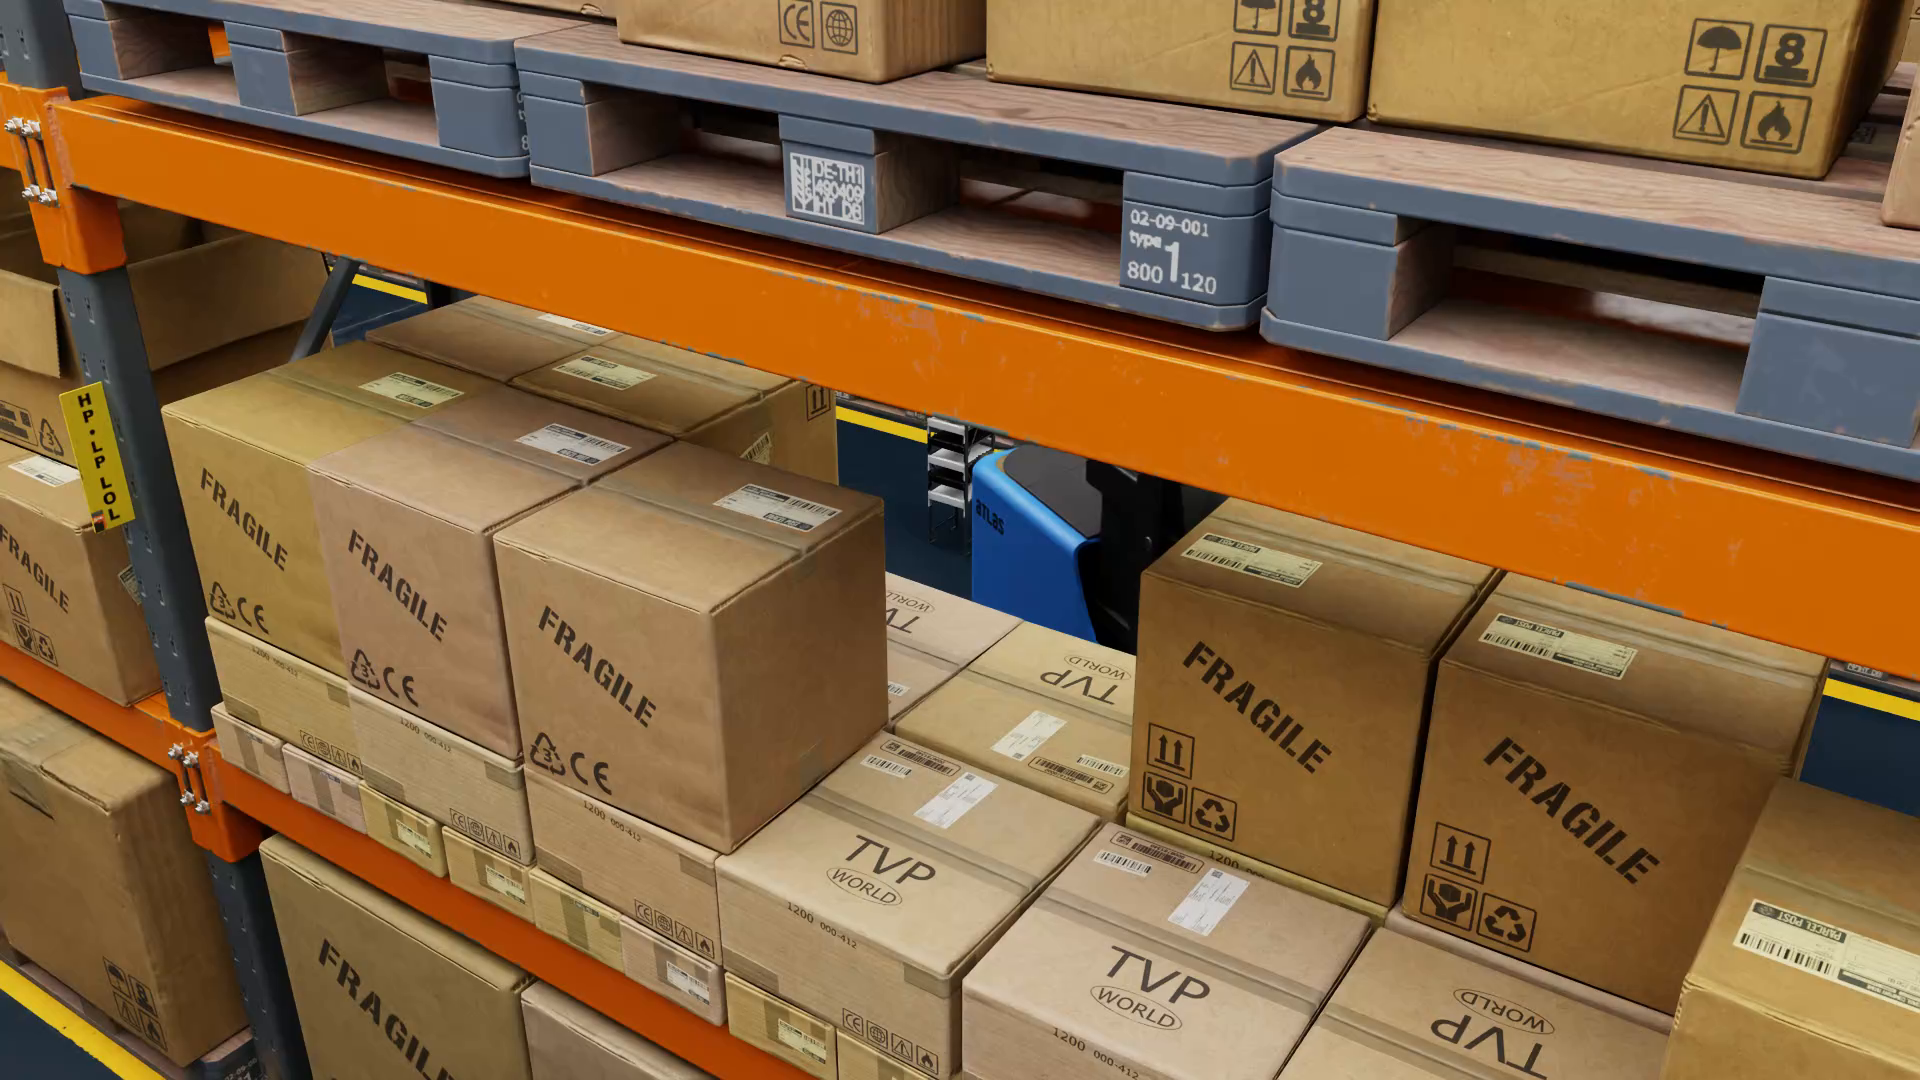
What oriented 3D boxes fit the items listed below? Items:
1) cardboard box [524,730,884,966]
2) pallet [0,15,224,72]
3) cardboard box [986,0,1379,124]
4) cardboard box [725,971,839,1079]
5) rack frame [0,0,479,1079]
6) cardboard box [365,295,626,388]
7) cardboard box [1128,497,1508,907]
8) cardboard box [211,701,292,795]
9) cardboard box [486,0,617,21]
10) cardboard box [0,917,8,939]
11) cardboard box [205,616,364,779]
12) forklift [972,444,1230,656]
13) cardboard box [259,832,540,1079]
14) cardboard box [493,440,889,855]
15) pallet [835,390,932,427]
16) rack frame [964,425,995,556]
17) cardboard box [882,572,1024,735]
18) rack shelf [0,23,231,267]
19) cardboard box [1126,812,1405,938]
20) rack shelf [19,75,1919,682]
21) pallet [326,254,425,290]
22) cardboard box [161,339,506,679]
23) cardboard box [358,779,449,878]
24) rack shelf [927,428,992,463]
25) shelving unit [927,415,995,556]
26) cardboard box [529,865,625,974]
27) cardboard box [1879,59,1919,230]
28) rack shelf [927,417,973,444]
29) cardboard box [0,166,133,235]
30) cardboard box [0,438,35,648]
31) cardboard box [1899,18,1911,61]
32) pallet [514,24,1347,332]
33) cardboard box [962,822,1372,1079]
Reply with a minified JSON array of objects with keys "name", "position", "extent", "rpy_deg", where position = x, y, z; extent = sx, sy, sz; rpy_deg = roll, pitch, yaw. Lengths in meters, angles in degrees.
[{"name":"cardboard box","position":[-0.488,0.511,3.276],"extent":[0.500,0.250,0.500],"rpy_deg":[18,32,32]},{"name":"pallet","position":[-2.348,-1.371,4.040],"extent":[1.217,0.209,0.805],"rpy_deg":[16,31,28]},{"name":"cardboard box","position":[0.424,-0.906,2.232],"extent":[0.500,0.500,0.700],"rpy_deg":[15,31,27]},{"name":"cardboard box","position":[-0.223,0.810,3.129],"extent":[0.250,0.149,0.380],"rpy_deg":[16,31,29]},{"name":"rack frame","position":[-1.565,0.098,4.251],"extent":[0.127,3.000,1.000],"rpy_deg":[17,32,30]},{"name":"cardboard box","position":[-1.034,-0.284,4.012],"extent":[0.500,0.500,0.500],"rpy_deg":[18,32,32]},{"name":"cardboard box","position":[0.647,0.242,2.979],"extent":[0.500,0.500,0.500],"rpy_deg":[16,31,29]},{"name":"cardboard box","position":[-1.509,0.410,3.914],"extent":[0.250,0.149,0.380],"rpy_deg":[17,32,30]},{"name":"cardboard box","position":[-0.445,-1.197,2.804],"extent":[0.500,0.500,0.700],"rpy_deg":[19,33,33]},{"name":"cardboard box","position":[-2.841,0.472,5.396],"extent":[0.875,0.875,1.225],"rpy_deg":[16,31,29]},{"name":"cardboard box","position":[-1.326,0.251,3.788],"extent":[0.500,0.250,0.500],"rpy_deg":[17,31,29]},{"name":"forklift","position":[1.137,-0.152,4.818],"extent":[1.130,2.935,3.031],"rpy_deg":[-13,30,-23]},{"name":"cardboard box","position":[-1.066,1.057,4.245],"extent":[0.875,0.875,0.875],"rpy_deg":[17,32,30]},{"name":"cardboard box","position":[-0.481,0.178,3.104],"extent":[0.500,0.500,0.500],"rpy_deg":[16,31,29]},{"name":"pallet","position":[-0.383,-1.038,9.557],"extent":[1.213,0.211,1.003],"rpy_deg":[17,32,30]},{"name":"rack frame","position":[0.090,-0.373,7.490],"extent":[0.006,0.900,0.240],"rpy_deg":[17,32,30]},{"name":"cardboard box","position":[-0.203,0.310,3.670],"extent":[0.500,0.250,0.500],"rpy_deg":[18,32,31]},{"name":"rack shelf","position":[-3.213,-1.432,4.743],"extent":[4.000,0.370,1.077],"rpy_deg":[17,32,30]},{"name":"cardboard box","position":[0.645,0.574,3.153],"extent":[0.500,0.250,0.500],"rpy_deg":[16,31,29]},{"name":"rack shelf","position":[0.084,-0.405,2.724],"extent":[4.000,0.370,1.077],"rpy_deg":[17,32,30]},{"name":"pallet","position":[-3.676,-2.065,11.576],"extent":[1.213,0.211,1.003],"rpy_deg":[17,32,30]},{"name":"cardboard box","position":[-1.315,-0.084,3.618],"extent":[0.500,0.500,0.500],"rpy_deg":[17,32,30]},{"name":"cardboard box","position":[-1.075,0.545,3.649],"extent":[0.250,0.149,0.380],"rpy_deg":[18,32,32]},{"name":"rack shelf","position":[0.007,-0.449,7.516],"extent":[0.200,0.077,0.258],"rpy_deg":[17,32,30]},{"name":"shelving unit","position":[0.007,-0.399,7.542],"extent":[0.210,0.900,0.258],"rpy_deg":[17,32,30]},{"name":"cardboard box","position":[-0.646,0.677,3.389],"extent":[0.250,0.149,0.380],"rpy_deg":[17,31,30]},{"name":"cardboard box","position":[1.274,-0.602,1.634],"extent":[0.500,0.500,0.700],"rpy_deg":[15,31,27]},{"name":"rack shelf","position":[0.007,-0.530,7.475],"extent":[0.200,0.077,0.258],"rpy_deg":[17,32,30]},{"name":"cardboard box","position":[-2.655,-0.735,4.671],"extent":[0.637,0.503,0.797],"rpy_deg":[18,32,31]},{"name":"cardboard box","position":[-2.509,-0.094,4.518],"extent":[0.500,0.500,0.500],"rpy_deg":[18,32,32]},{"name":"cardboard box","position":[5.568,-3.027,10.280],"extent":[0.500,0.500,0.500],"rpy_deg":[17,31,30]},{"name":"pallet","position":[0.105,-0.672,2.554],"extent":[1.213,0.211,1.003],"rpy_deg":[17,32,30]},{"name":"cardboard box","position":[0.345,0.773,2.761],"extent":[0.500,0.250,0.500],"rpy_deg":[16,31,29]}]
